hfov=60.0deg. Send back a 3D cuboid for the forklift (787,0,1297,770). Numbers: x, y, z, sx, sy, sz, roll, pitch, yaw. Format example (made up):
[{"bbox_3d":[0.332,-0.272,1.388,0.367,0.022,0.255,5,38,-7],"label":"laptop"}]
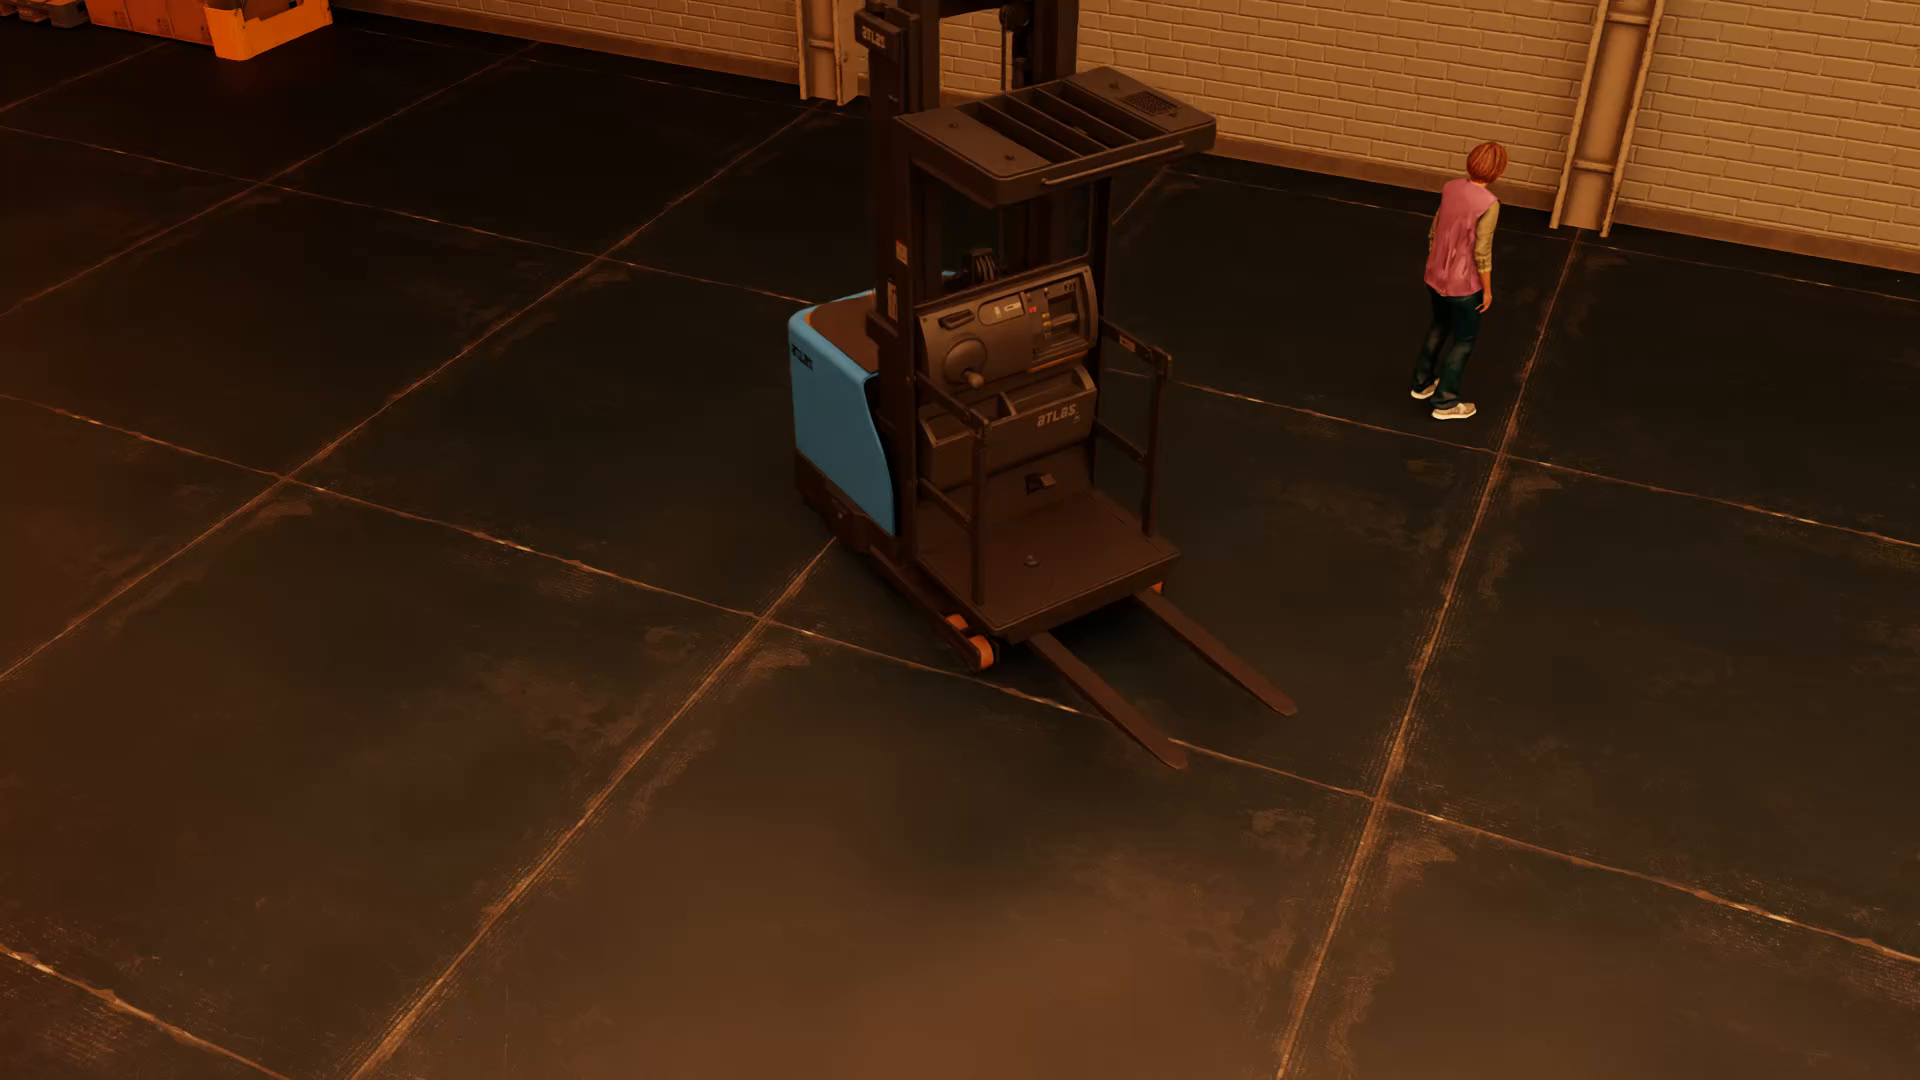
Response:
[{"bbox_3d":[0.346,-0.899,7.348,1.130,2.935,3.031,-21,41,-27],"label":"forklift"}]

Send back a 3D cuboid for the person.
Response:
[{"bbox_3d":[2.779,-1.438,9.263,0.357,1.596,0.464,-16,38,-21],"label":"person"}]
